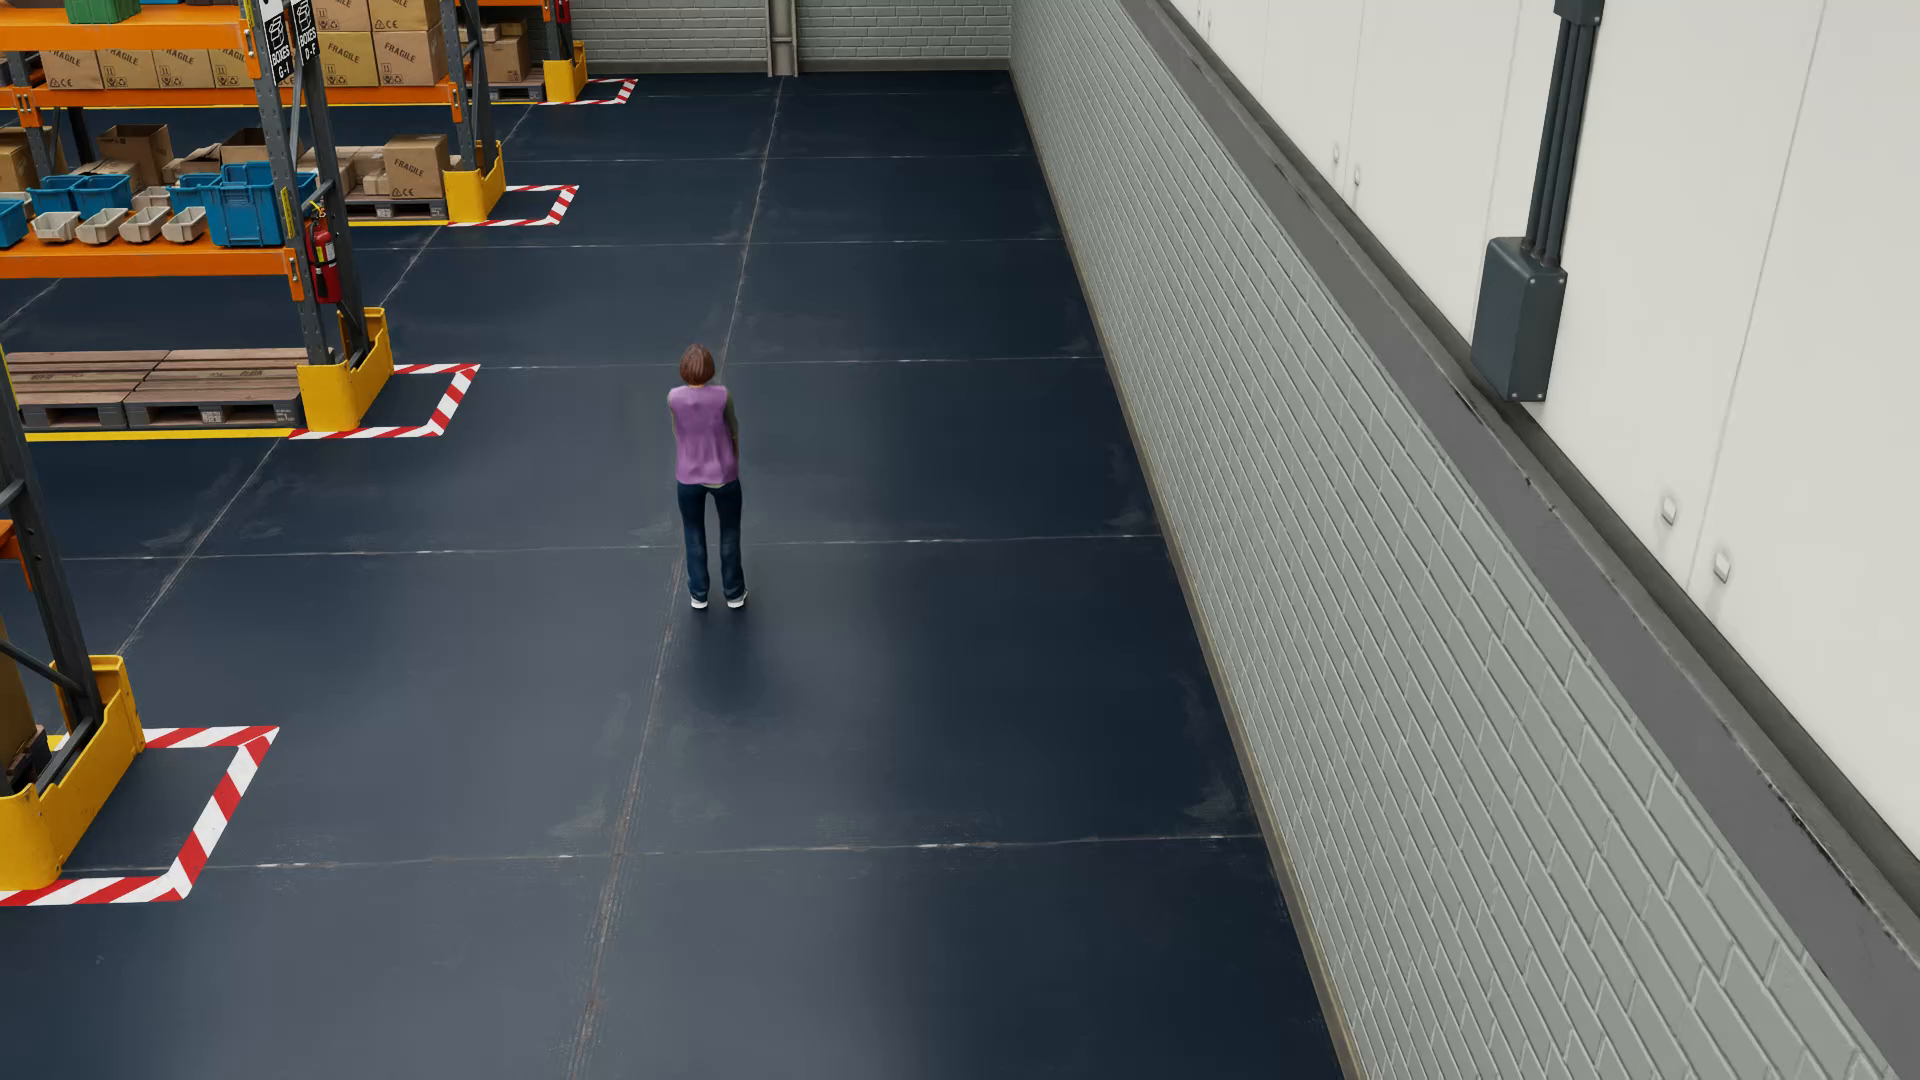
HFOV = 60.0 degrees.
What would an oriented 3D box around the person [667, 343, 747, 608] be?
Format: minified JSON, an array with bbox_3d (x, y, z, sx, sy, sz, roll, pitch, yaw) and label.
[{"bbox_3d":[-1.417,-0.385,9.361,0.375,1.600,0.502,-2,28,-3],"label":"person"}]
